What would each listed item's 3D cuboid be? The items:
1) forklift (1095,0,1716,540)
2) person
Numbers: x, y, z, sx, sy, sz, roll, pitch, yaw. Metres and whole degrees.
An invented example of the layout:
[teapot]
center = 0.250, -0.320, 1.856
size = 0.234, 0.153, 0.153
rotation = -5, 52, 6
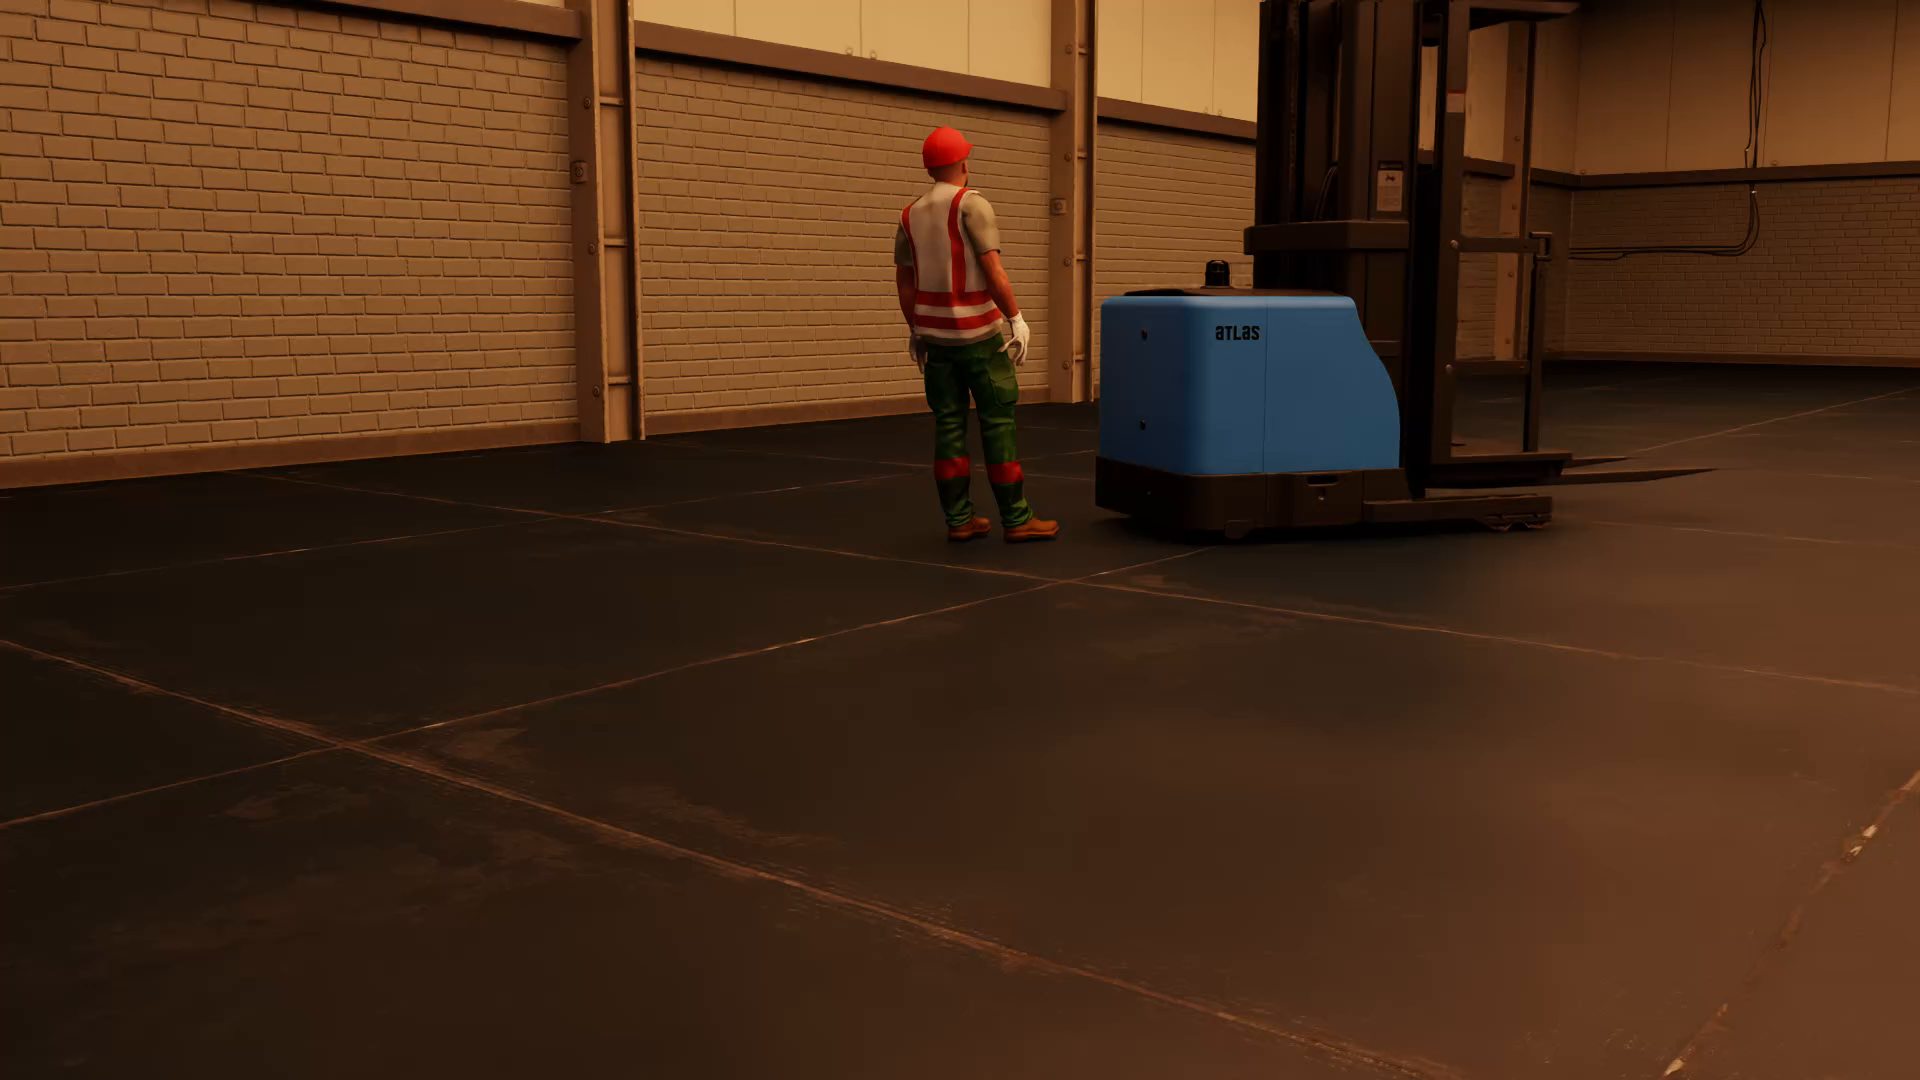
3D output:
[forklift]
center = 2.230, -1.557, 7.922
size = 3.031, 2.935, 1.130
rotation = -3, 9, -19
[person]
center = 0.059, -0.900, 7.329
size = 0.638, 1.787, 0.564
rotation = 7, 11, 38
